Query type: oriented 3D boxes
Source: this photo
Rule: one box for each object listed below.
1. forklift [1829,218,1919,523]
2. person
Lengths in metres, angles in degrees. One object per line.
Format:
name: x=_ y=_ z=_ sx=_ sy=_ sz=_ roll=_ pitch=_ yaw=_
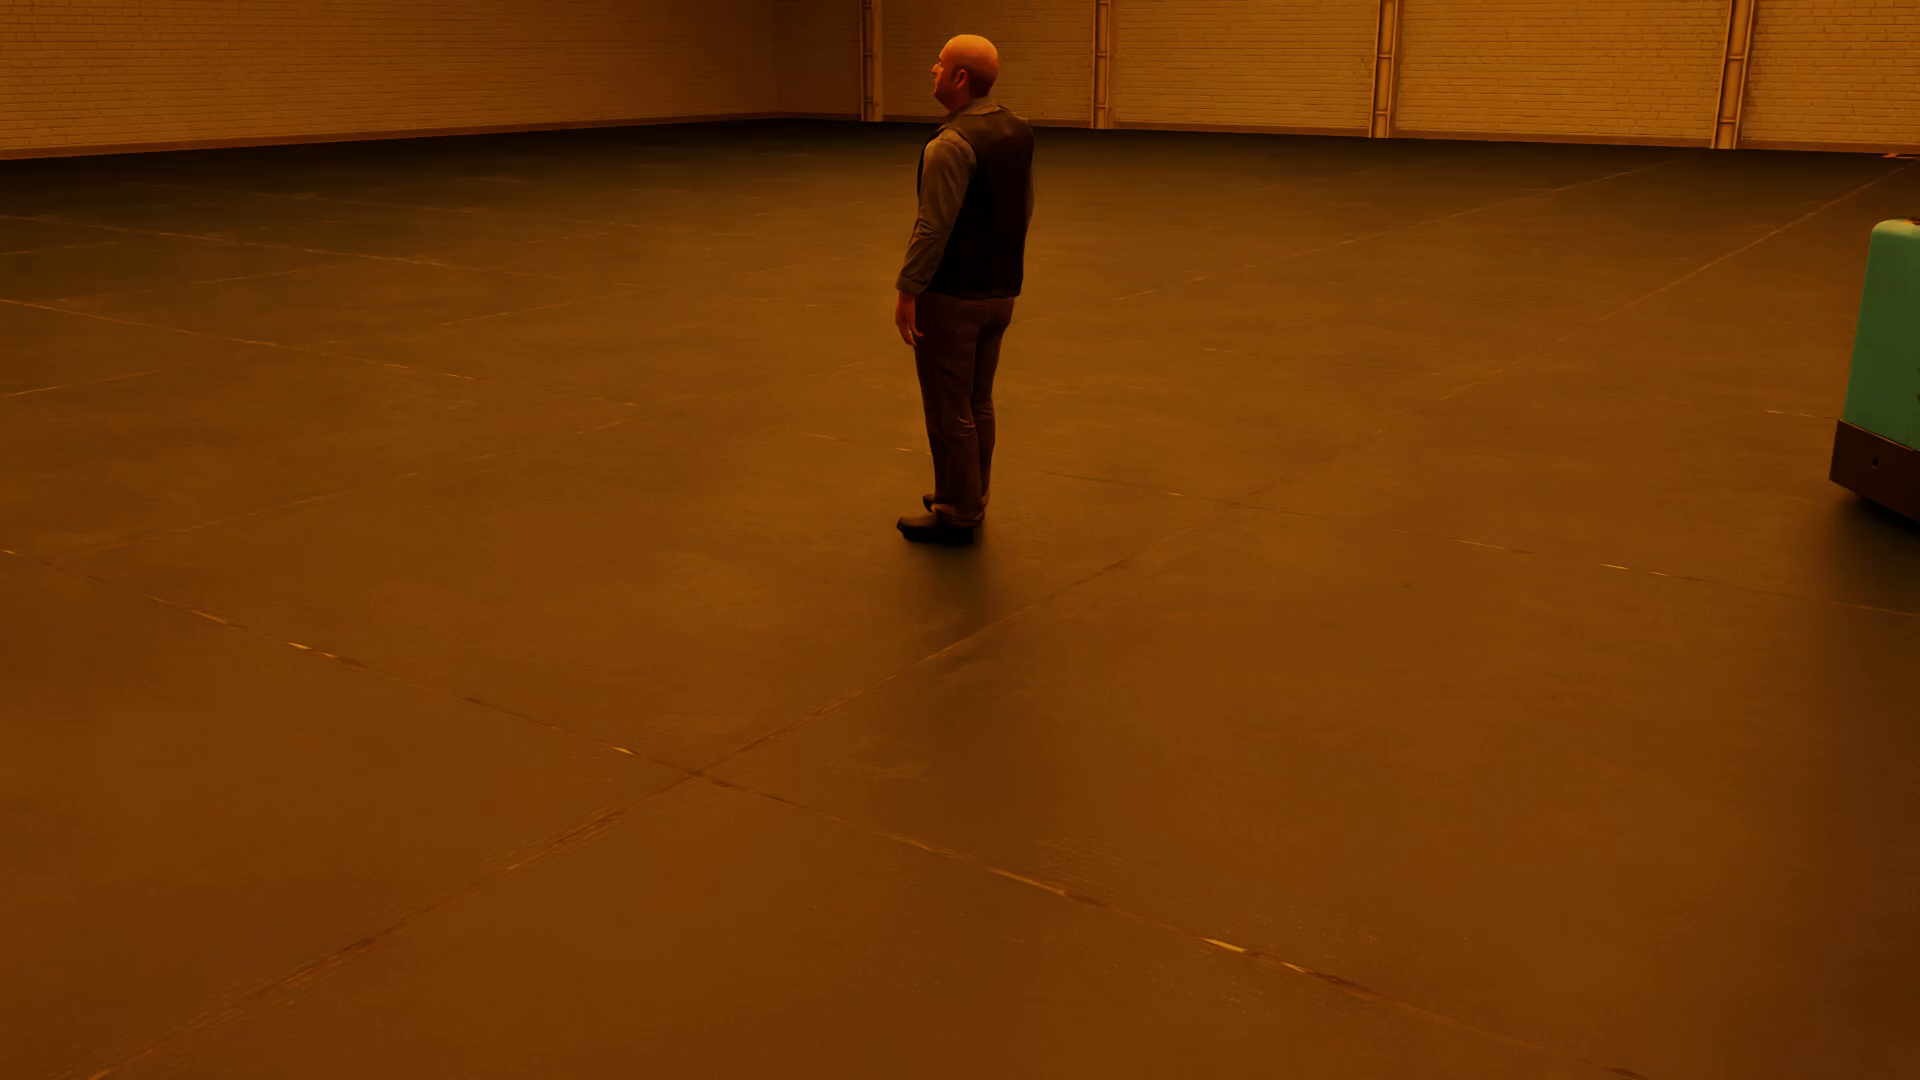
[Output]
forklift: x=4.910 y=-1.452 z=5.687 sx=3.031 sy=2.935 sz=1.130 roll=0 pitch=17 yaw=-1
person: x=-0.048 y=-0.844 z=5.740 sx=0.566 sy=1.722 sz=0.634 roll=11 pitch=20 yaw=33
